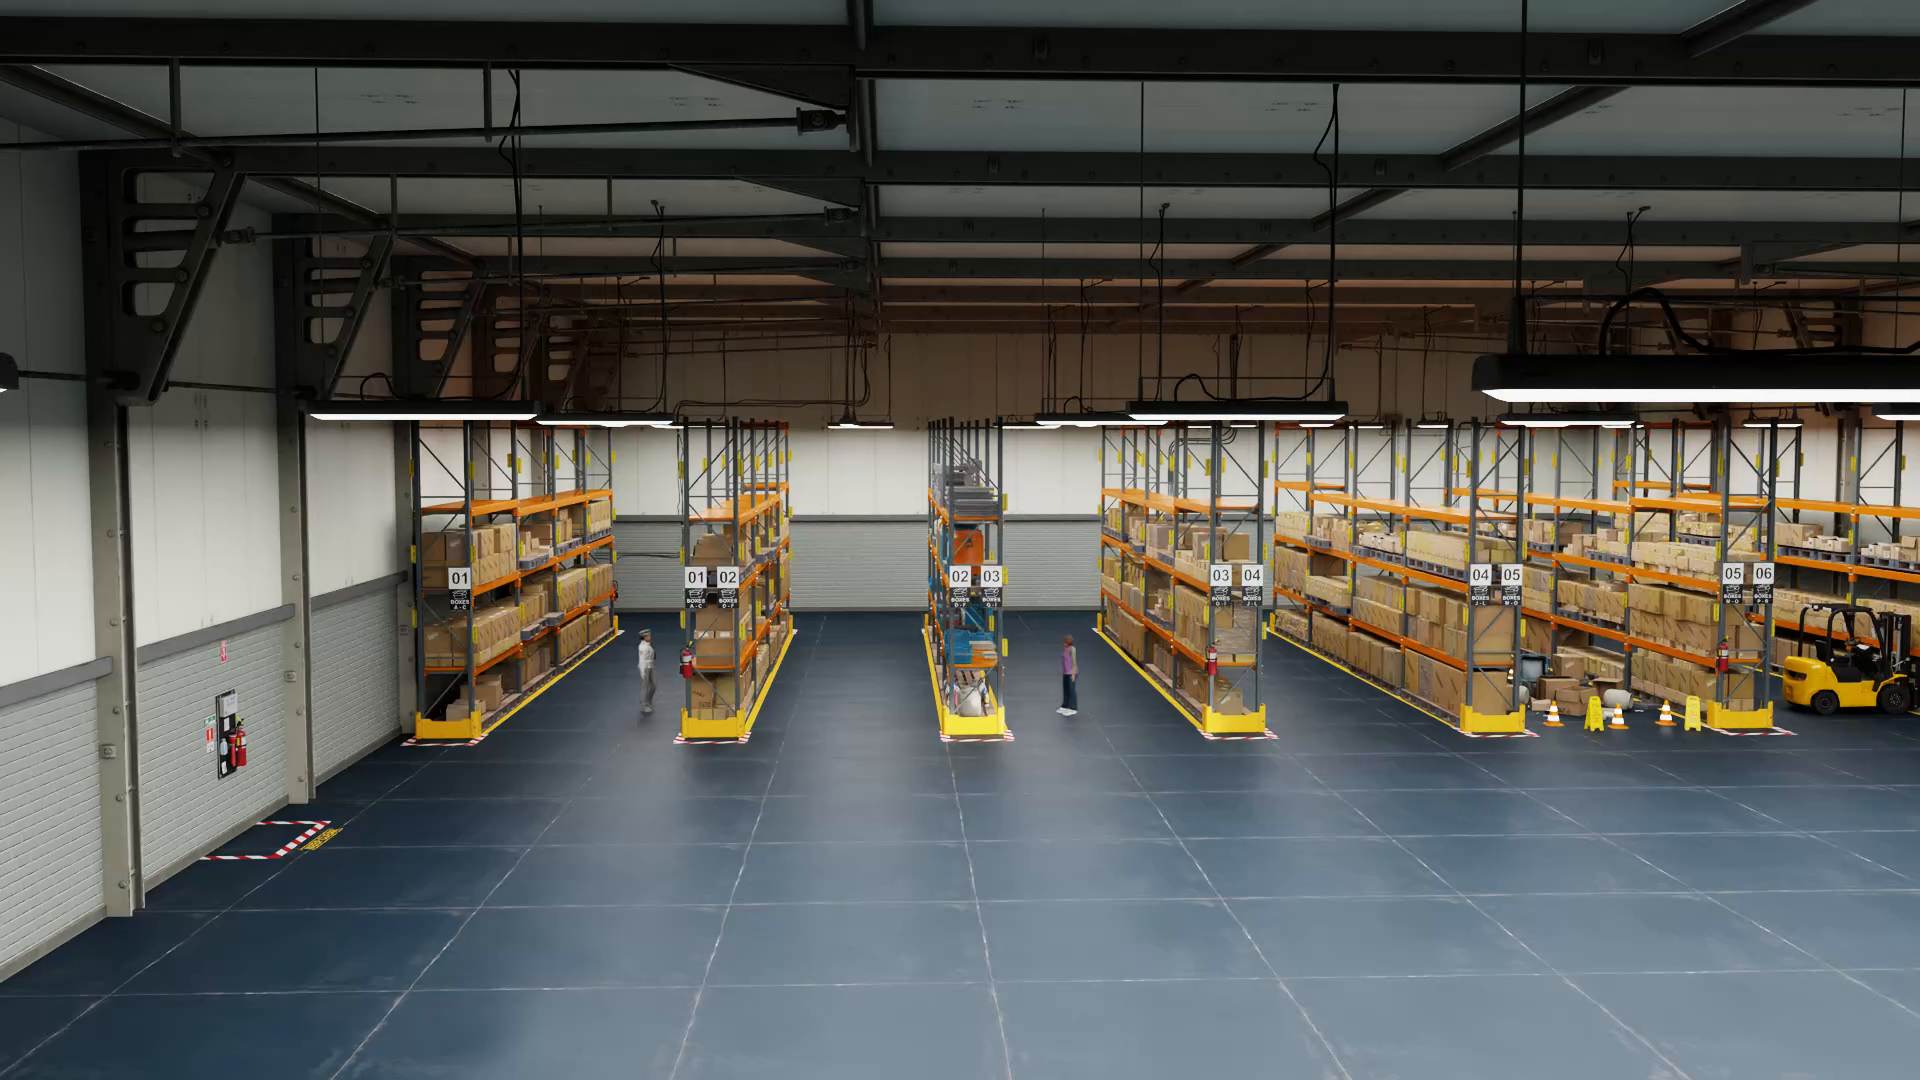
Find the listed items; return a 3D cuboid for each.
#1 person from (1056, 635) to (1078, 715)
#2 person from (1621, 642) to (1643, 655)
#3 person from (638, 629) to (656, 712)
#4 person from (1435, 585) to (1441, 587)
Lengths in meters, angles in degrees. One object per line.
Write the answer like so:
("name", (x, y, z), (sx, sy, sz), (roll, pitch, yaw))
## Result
("person", (2.175, 2.719, 33.671), (0.389, 1.601, 0.466), (-2, 4, -24))
("person", (16.603, 2.237, 40.909), (0.567, 1.622, 0.892), (-4, 5, -45))
("person", (-6.433, 2.683, 34.070), (0.328, 1.729, 0.536), (1, 4, 10))
("person", (12.577, 2.030, 43.920), (0.565, 1.689, 0.739), (-1, 4, -22))
